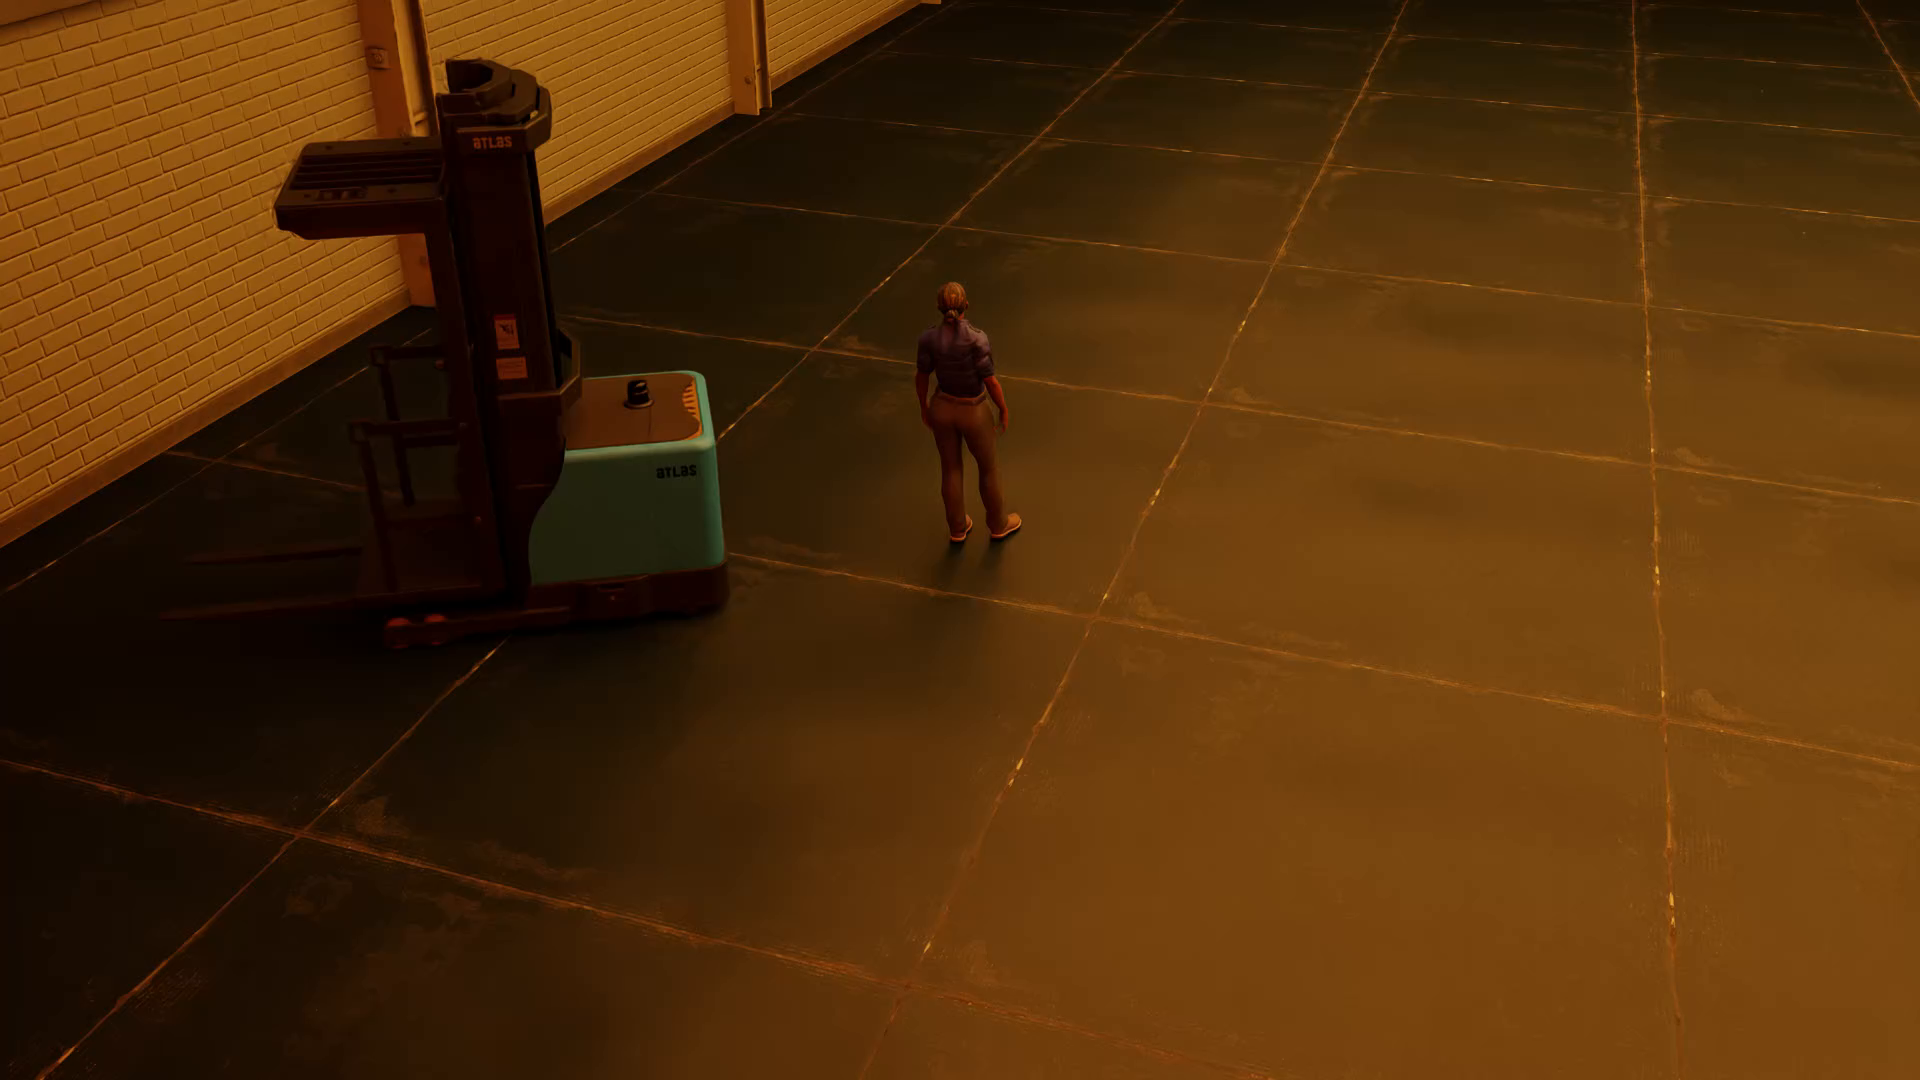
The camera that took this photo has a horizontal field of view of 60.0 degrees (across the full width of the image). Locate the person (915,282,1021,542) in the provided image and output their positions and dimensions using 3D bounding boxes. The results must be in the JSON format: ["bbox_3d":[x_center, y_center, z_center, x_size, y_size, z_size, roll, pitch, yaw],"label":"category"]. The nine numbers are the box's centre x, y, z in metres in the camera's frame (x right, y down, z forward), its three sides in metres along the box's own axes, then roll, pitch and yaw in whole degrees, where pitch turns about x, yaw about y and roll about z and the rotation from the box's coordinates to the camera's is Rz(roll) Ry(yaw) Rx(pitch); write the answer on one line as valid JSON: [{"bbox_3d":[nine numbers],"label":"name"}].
[{"bbox_3d":[0.047,-0.763,9.749,0.569,1.655,0.504,10,31,16],"label":"person"}]

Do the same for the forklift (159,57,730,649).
[{"bbox_3d":[-2.871,-0.965,8.828,3.031,2.935,1.130,-6,30,-10],"label":"forklift"}]
